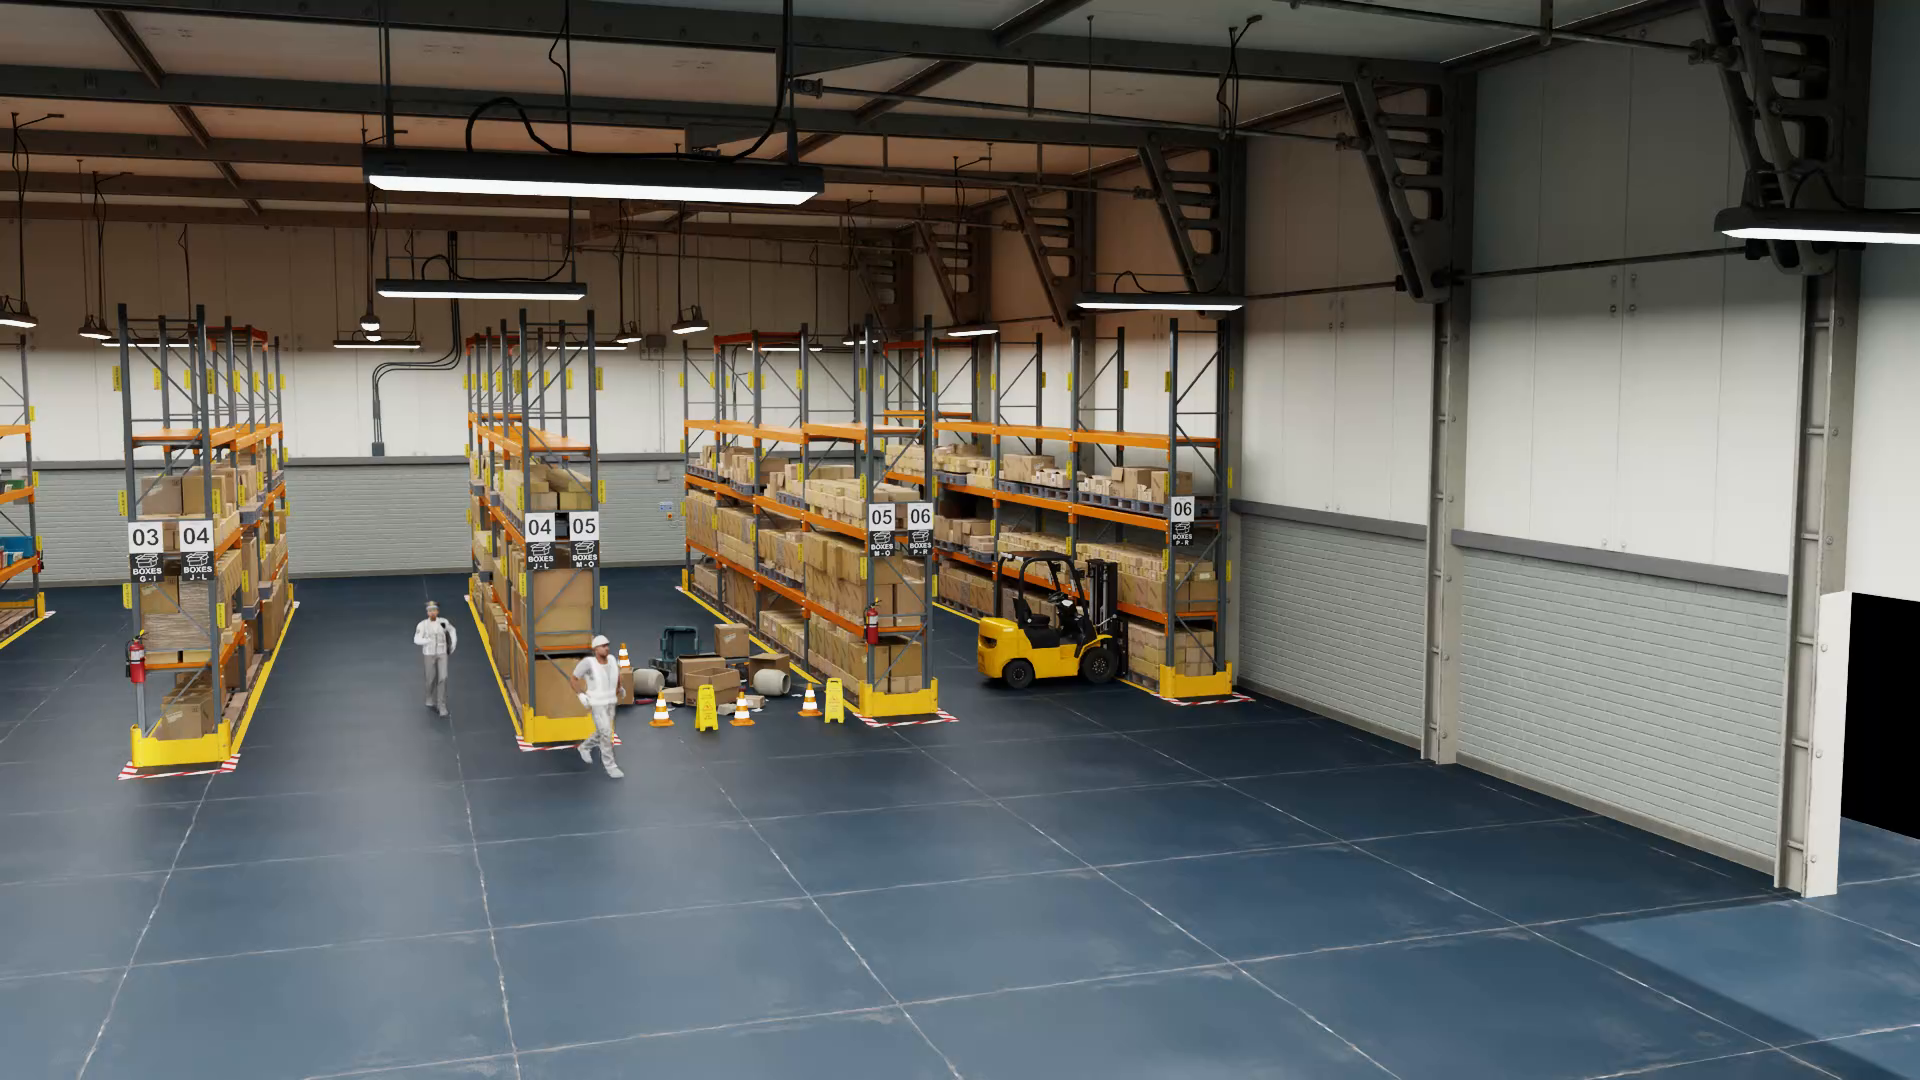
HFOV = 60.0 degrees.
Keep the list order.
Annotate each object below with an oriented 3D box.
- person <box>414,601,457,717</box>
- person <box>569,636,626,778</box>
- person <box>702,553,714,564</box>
[{"bbox_3d":[-7.956,1.774,25.263,0.622,1.714,0.896,-2,6,-20],"label":"person"},{"bbox_3d":[-4.624,2.106,21.300,0.921,1.790,0.674,4,7,35],"label":"person"},{"bbox_3d":[-6.186,0.314,41.475,0.473,1.549,0.601,2,6,24],"label":"person"}]
